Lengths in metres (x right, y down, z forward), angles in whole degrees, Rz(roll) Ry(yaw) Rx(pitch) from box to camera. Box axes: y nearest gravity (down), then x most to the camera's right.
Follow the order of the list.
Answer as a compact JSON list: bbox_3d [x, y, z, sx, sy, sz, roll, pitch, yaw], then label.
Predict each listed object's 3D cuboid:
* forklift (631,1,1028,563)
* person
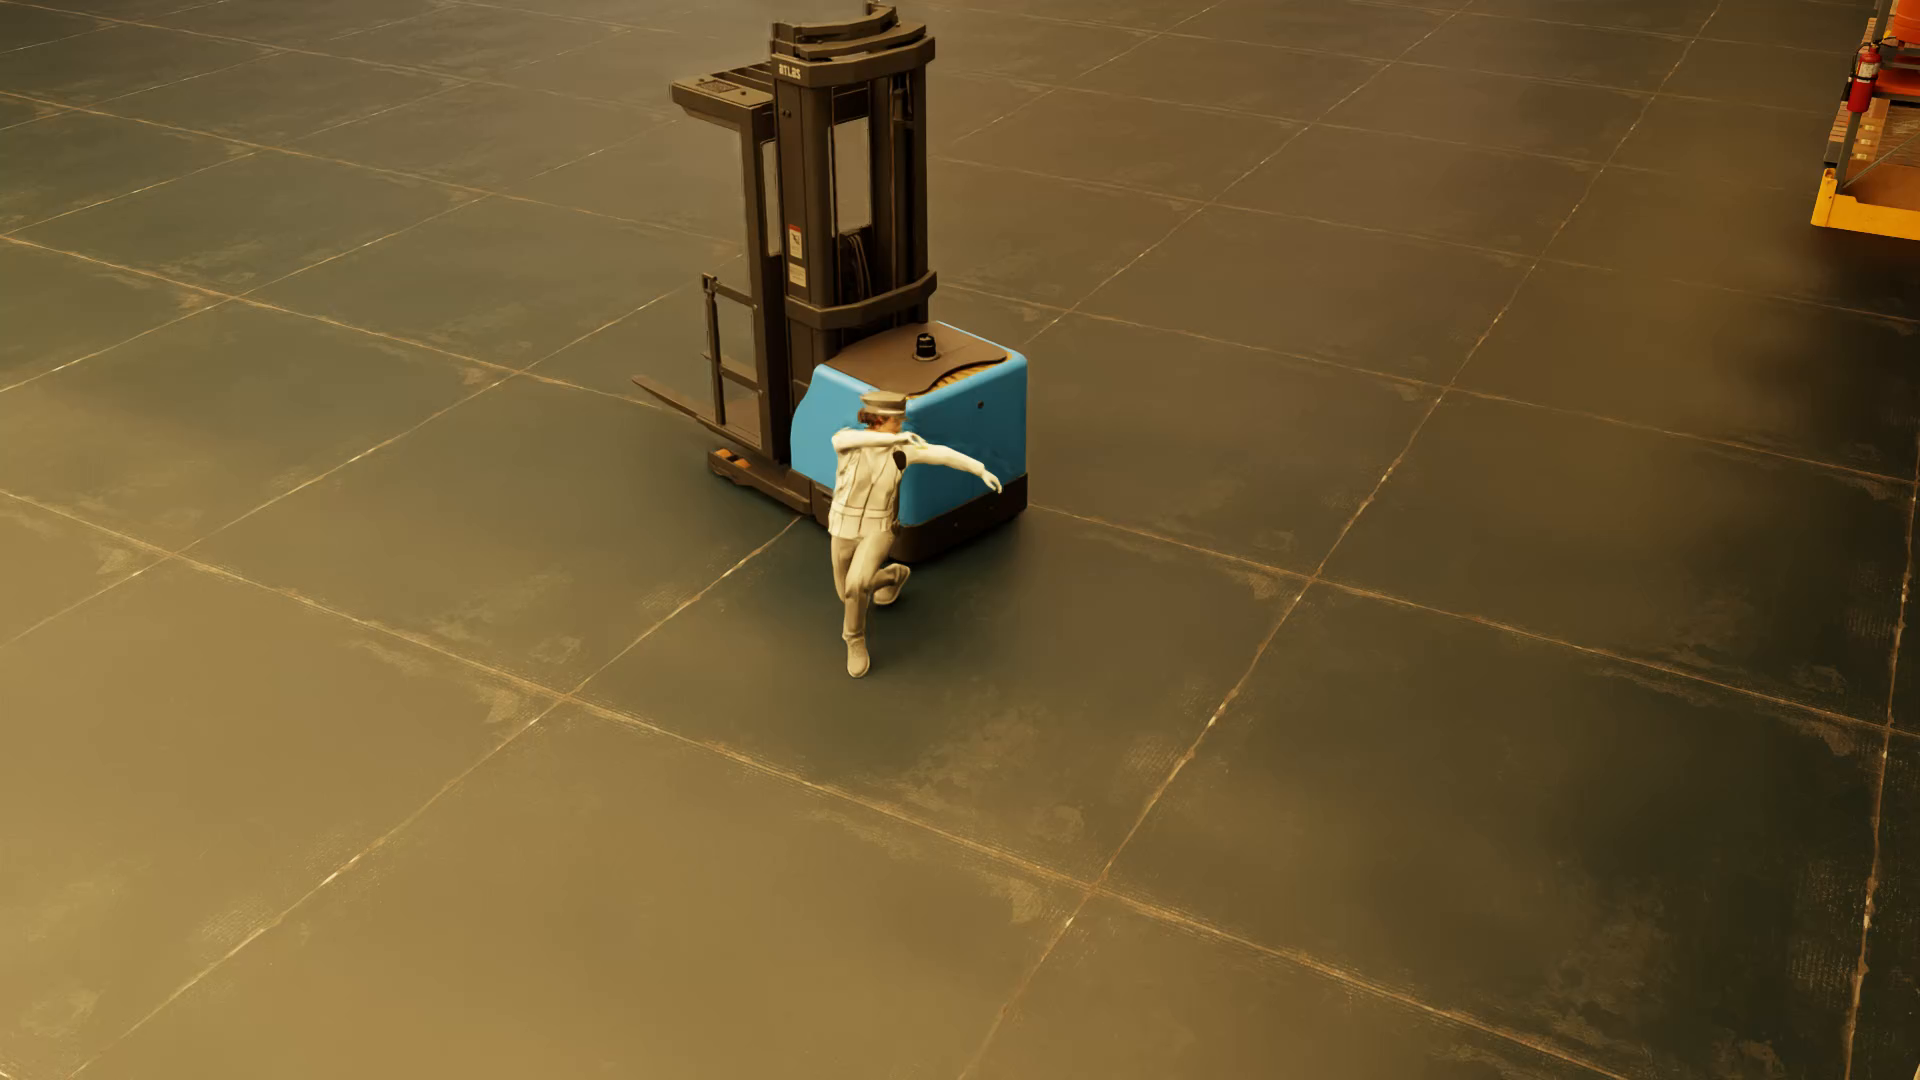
[{"bbox_3d":[-0.980,-1.776,10.149,1.130,2.935,3.031,-26,39,-37],"label":"forklift"},{"bbox_3d":[-0.256,-0.076,8.755,0.893,1.374,0.926,4,30,7],"label":"person"}]
